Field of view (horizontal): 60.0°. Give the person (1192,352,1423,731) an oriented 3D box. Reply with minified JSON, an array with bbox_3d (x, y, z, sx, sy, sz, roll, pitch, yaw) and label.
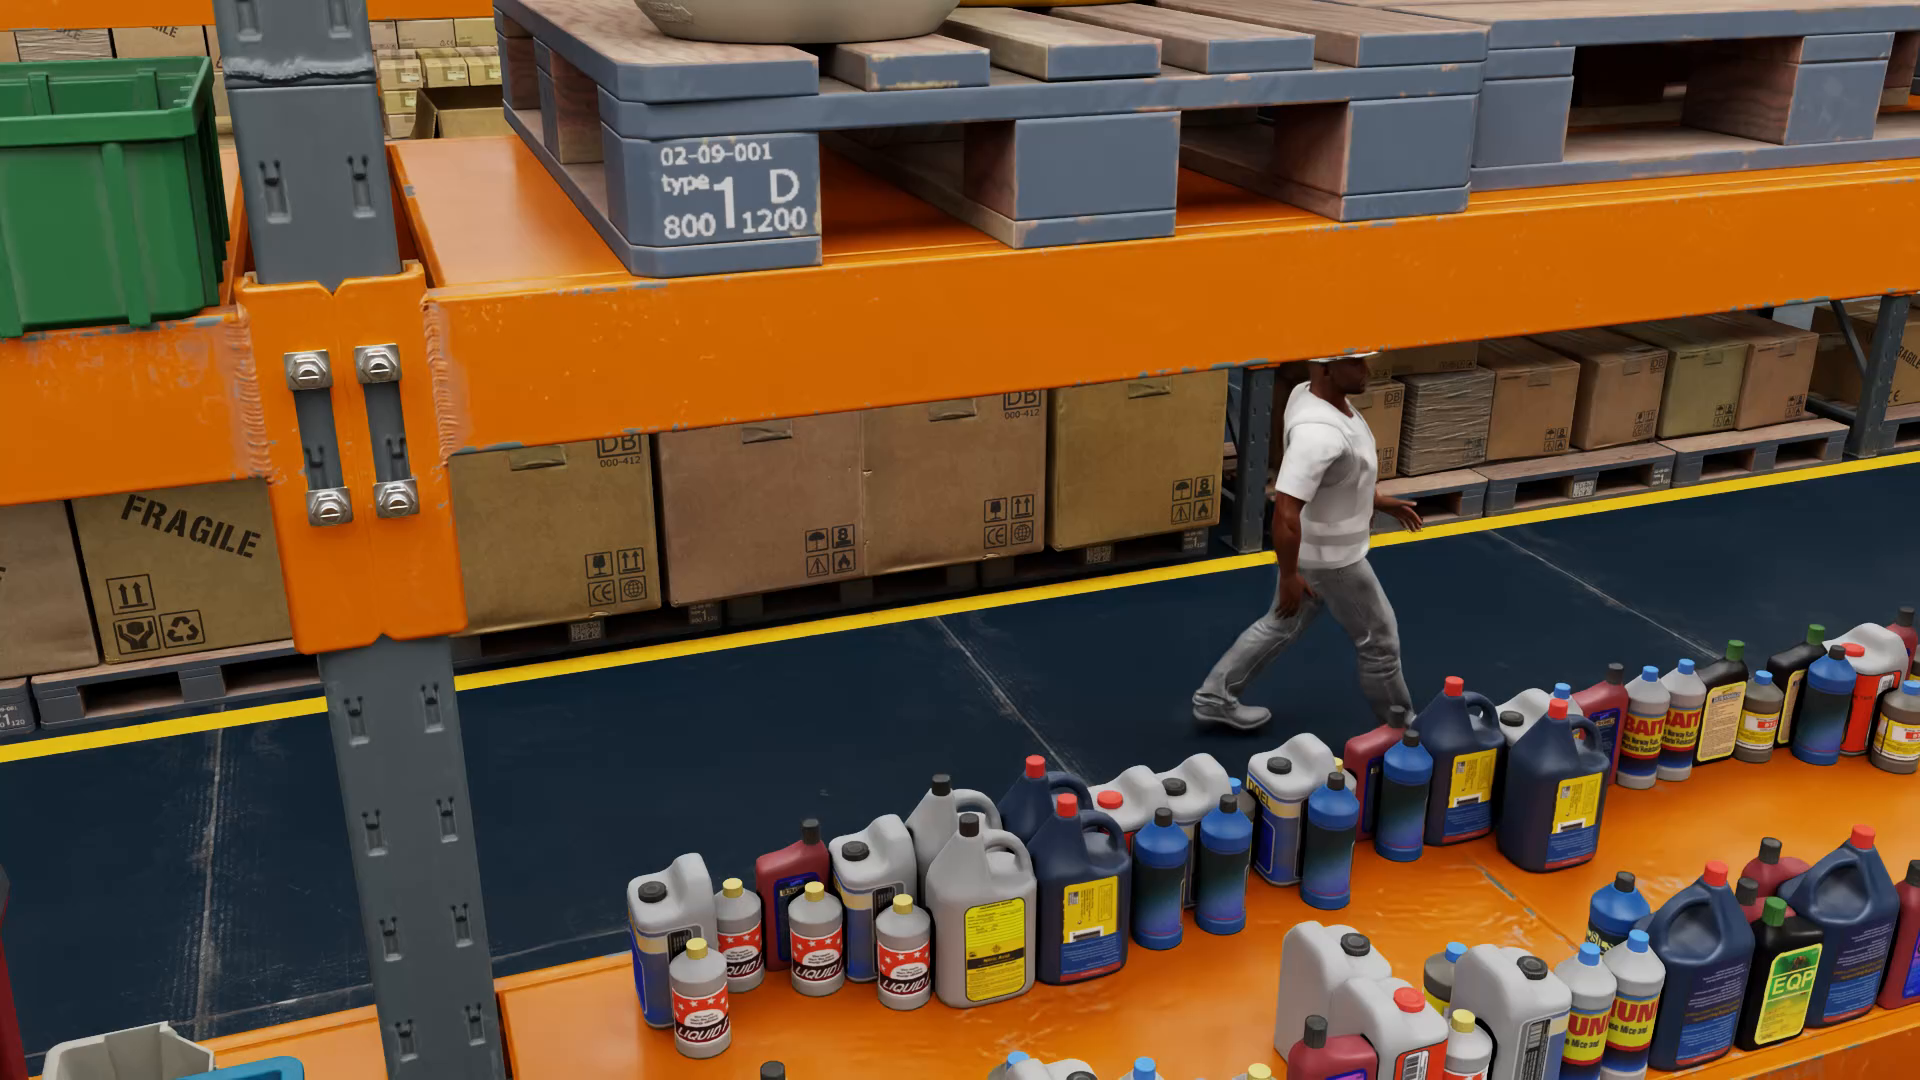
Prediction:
[{"bbox_3d":[1.421,0.015,6.074,1.060,1.711,0.624,2,22,5],"label":"person"}]
